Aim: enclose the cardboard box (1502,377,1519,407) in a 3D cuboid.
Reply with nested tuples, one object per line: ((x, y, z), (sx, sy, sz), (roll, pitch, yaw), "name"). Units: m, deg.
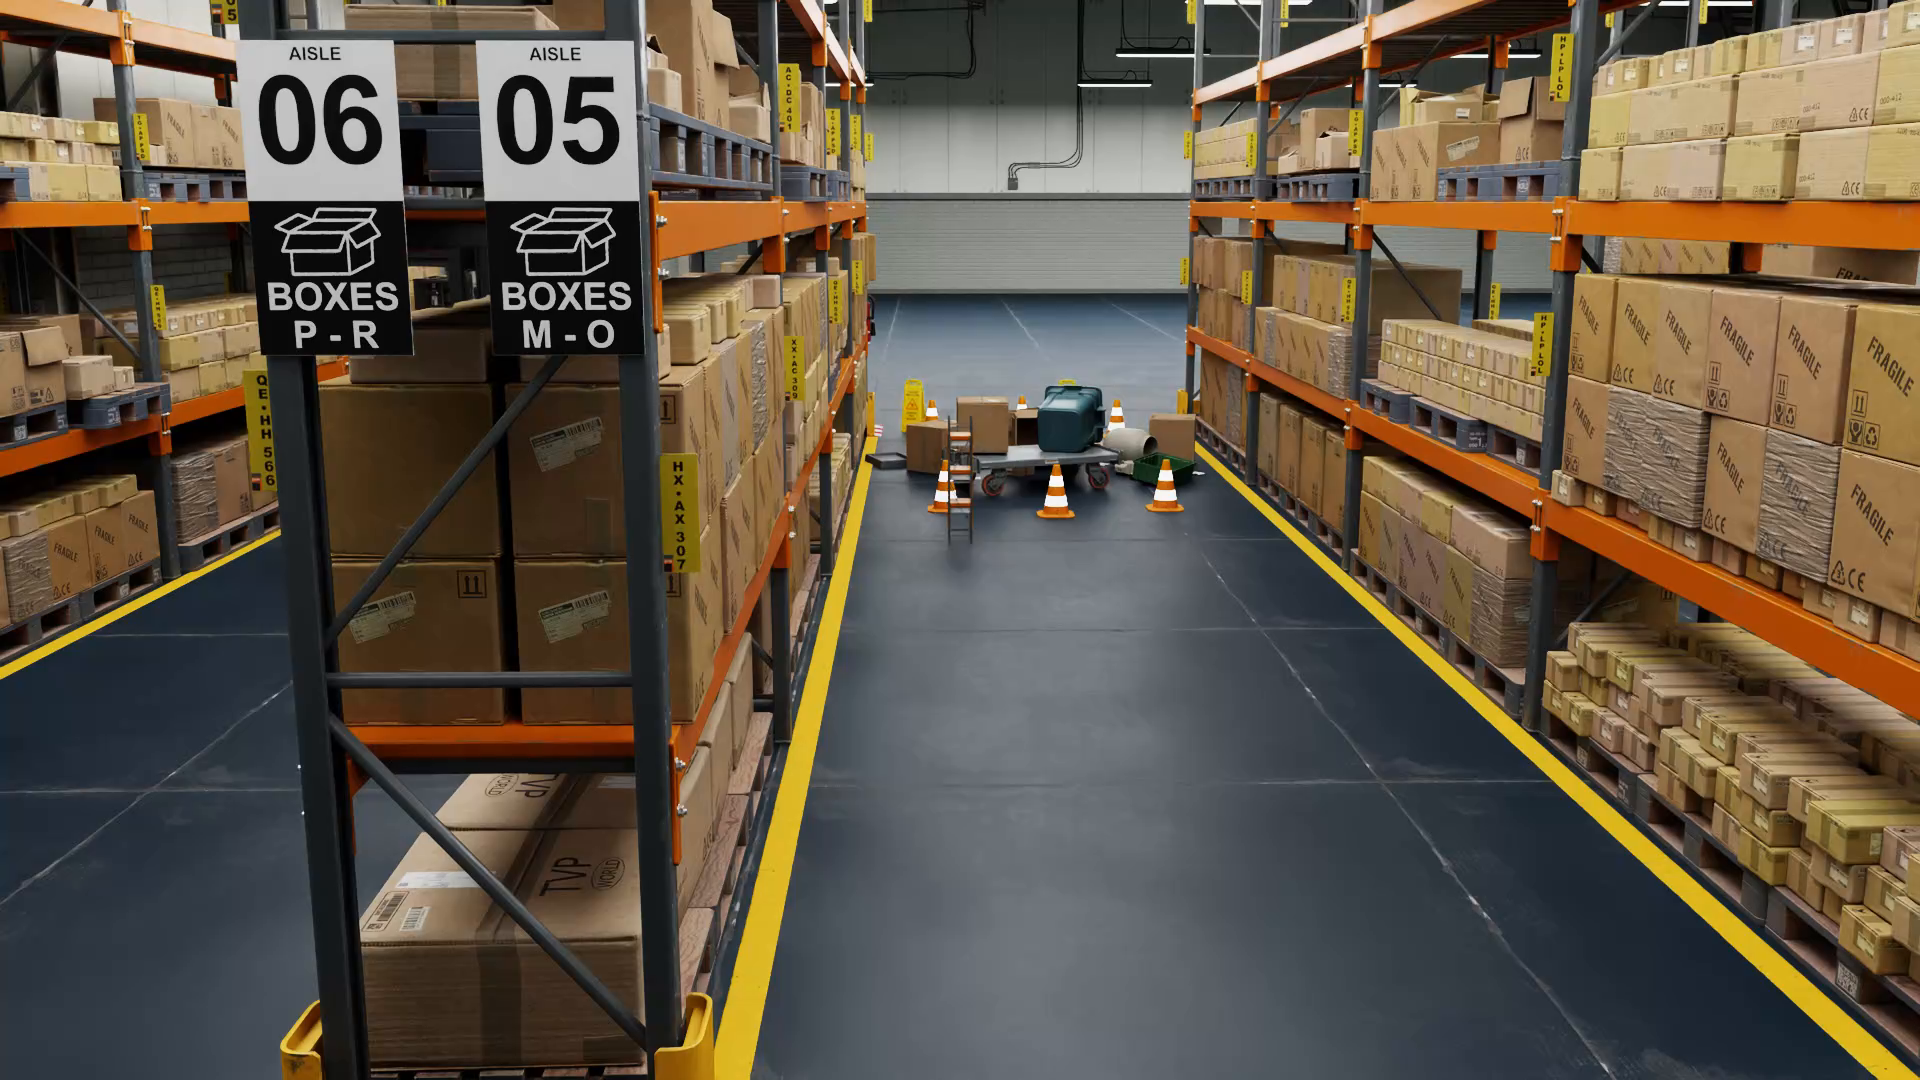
((3.340, -0.851, 9.538), (0.380, 0.149, 0.250), (0, 11, 1), "cardboard box")

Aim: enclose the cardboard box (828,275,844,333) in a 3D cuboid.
((-1.302, -2.101, 14.816), (0.500, 0.500, 0.500), (0, 11, 1), "cardboard box")

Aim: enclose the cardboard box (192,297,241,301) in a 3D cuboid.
((-6.744, -2.114, 15.051), (0.380, 0.149, 0.250), (0, 11, -2), "cardboard box")

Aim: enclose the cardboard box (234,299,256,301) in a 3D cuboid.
((-6.234, -2.067, 14.822), (0.380, 0.149, 0.250), (-1, 11, -3), "cardboard box")

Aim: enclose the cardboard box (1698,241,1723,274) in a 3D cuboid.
((8.054, -2.906, 17.324), (0.500, 0.500, 0.500), (0, 11, -1), "cardboard box")

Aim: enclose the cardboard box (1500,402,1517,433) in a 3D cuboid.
((3.339, -0.705, 9.564), (0.380, 0.149, 0.250), (0, 11, -1), "cardboard box")

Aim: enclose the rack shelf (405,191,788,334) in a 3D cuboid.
((-1.351, -1.122, 6.312), (1.077, 0.370, 4.000), (0, 11, -1), "rack shelf")

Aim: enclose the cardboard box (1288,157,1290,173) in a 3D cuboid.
((3.163, -3.428, 15.190), (0.250, 0.149, 0.380), (0, 11, -1), "cardboard box")

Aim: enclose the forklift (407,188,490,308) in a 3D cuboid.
((-3.896, -1.348, 13.330), (3.031, 2.935, 1.130), (4, 12, 18), "forklift")

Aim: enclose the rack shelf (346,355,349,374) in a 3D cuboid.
((-6.561, -2.017, 18.264), (1.077, 0.370, 4.000), (0, 11, -1), "rack shelf")

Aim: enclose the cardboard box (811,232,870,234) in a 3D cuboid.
((-1.411, -3.372, 19.621), (0.700, 0.500, 0.500), (-1, 11, -3), "cardboard box")

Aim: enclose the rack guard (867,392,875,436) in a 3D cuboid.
((-1.639, -1.548, 20.430), (1.175, 0.500, 0.348), (0, 11, -1), "rack guard")

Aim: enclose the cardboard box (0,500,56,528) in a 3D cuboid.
((-6.210, -0.169, 10.947), (0.380, 0.149, 0.250), (0, 11, -2), "cardboard box")

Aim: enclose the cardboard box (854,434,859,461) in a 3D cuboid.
((-1.300, -0.969, 17.152), (0.500, 0.250, 0.500), (-1, 11, -4), "cardboard box")

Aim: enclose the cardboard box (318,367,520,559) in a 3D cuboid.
((-1.558, -0.241, 4.937), (0.500, 0.500, 0.500), (0, 11, 1), "cardboard box")

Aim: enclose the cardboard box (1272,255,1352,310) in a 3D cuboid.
((3.405, -2.473, 15.940), (0.700, 0.500, 0.500), (0, 11, -2), "cardboard box")

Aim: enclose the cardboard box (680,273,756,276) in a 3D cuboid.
((-1.709, -1.637, 11.820), (0.500, 0.500, 0.500), (-1, 11, -3), "cardboard box")

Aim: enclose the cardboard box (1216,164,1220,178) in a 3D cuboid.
((3.025, -4.059, 18.302), (0.380, 0.149, 0.250), (0, 11, -1), "cardboard box")

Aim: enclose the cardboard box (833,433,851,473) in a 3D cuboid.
((-1.544, -0.806, 16.042), (0.950, 0.372, 0.625), (0, 11, 0), "cardboard box")

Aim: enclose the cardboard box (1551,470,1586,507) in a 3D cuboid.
((3.233, -0.262, 8.438), (0.380, 0.149, 0.250), (0, 11, 1), "cardboard box")

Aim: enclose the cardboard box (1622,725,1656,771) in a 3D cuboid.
((3.359, 0.975, 7.825), (0.380, 0.149, 0.250), (0, 11, -2), "cardboard box")

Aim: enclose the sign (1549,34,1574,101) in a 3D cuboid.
((3.000, -2.356, 8.294), (0.100, 0.325, 0.005), (0, 11, -1), "sign")

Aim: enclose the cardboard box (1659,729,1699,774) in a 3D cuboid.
((3.305, 0.933, 7.281), (0.380, 0.149, 0.250), (0, 11, -2), "cardboard box")

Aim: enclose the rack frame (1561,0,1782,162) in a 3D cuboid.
((3.555, -3.383, 8.101), (1.000, 3.000, 0.127), (0, 11, -1), "rack frame")

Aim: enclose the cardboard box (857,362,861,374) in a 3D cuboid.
((-1.263, -1.835, 17.904), (0.380, 0.149, 0.250), (0, 11, 2), "cardboard box")

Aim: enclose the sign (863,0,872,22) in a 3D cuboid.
((-1.085, -6.261, 19.542), (0.100, 0.325, 0.005), (0, 11, -1), "sign")

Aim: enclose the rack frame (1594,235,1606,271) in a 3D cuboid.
((8.268, -2.828, 20.457), (1.000, 3.000, 0.127), (0, 11, -1), "rack frame")

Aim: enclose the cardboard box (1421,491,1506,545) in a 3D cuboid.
((3.264, -0.145, 10.576), (0.500, 0.250, 0.500), (-1, 11, -4), "cardboard box")

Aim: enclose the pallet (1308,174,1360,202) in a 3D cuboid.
((3.406, -2.743, 12.967), (1.213, 0.211, 1.003), (0, 11, 1), "pallet")

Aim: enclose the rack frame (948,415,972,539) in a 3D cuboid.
((-0.001, -0.528, 14.022), (0.200, 1.050, 0.008), (0, 11, -1), "rack frame")

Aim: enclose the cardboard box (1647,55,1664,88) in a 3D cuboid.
((3.353, -2.117, 7.523), (0.380, 0.149, 0.250), (0, 11, -2), "cardboard box")

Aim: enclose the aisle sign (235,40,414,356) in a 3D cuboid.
((-1.618, -0.866, 4.244), (0.394, 0.787, 0.004), (0, 11, -1), "aisle sign")

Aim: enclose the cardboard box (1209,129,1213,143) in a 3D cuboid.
((3.015, -4.551, 18.721), (0.380, 0.149, 0.250), (0, 11, -2), "cardboard box")

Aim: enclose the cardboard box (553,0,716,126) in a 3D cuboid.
((-1.201, -1.782, 6.197), (0.500, 0.500, 0.500), (0, 11, 0), "cardboard box")

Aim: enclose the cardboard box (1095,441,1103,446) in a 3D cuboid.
((1.512, -1.027, 18.455), (0.396, 0.266, 0.258), (2, 12, 9), "cardboard box")

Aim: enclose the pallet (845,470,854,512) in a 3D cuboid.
((-1.540, -0.471, 15.851), (1.003, 0.211, 1.213), (0, 11, -1), "pallet")

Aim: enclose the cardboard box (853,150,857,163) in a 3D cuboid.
((-1.247, -3.951, 17.070), (0.380, 0.149, 0.250), (0, 11, -2), "cardboard box")

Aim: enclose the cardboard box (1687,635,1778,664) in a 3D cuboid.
((3.867, 0.577, 8.287), (0.380, 0.149, 0.250), (0, 11, 0), "cardboard box")

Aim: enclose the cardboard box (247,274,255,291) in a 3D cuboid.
((-6.829, -2.546, 16.435), (0.380, 0.149, 0.250), (0, 11, -1), "cardboard box")

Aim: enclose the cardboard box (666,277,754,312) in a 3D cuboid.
((-1.171, -1.147, 7.768), (0.380, 0.149, 0.250), (0, 11, 0), "cardboard box")

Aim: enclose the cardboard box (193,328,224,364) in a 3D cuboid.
((-6.212, -1.537, 13.209), (0.500, 0.250, 0.500), (0, 11, 1), "cardboard box")

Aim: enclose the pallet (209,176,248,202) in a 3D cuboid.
((-6.567, -2.911, 13.793), (1.003, 0.211, 1.213), (0, 11, 1), "pallet")

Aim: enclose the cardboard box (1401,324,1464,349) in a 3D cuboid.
((3.297, -1.417, 11.580), (0.380, 0.149, 0.250), (0, 11, -1), "cardboard box")

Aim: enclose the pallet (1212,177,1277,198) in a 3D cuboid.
((3.361, -3.864, 18.241), (1.003, 0.211, 1.213), (0, 11, -1), "pallet")

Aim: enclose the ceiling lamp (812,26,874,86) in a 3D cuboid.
((-3.281, -13.640, 43.979), (2.000, 3.185, 0.800), (0, 11, -1), "ceiling lamp")

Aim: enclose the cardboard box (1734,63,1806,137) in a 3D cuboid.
((3.355, -1.684, 6.389), (0.500, 0.250, 0.500), (-1, 11, -4), "cardboard box")

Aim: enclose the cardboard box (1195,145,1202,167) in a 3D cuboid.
((3.060, -4.528, 19.613), (0.500, 0.250, 0.500), (0, 11, -1), "cardboard box")

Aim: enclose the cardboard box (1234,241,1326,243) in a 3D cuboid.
((3.415, -2.926, 17.844), (0.875, 0.550, 0.550), (0, 11, -1), "cardboard box")

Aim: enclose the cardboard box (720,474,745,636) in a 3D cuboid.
((-1.063, 0.046, 6.039), (0.500, 0.500, 0.500), (0, 11, -1), "cardboard box")

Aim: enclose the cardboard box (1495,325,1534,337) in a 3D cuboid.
((3.949, -1.415, 11.567), (0.380, 0.149, 0.250), (0, 11, 1), "cardboard box")

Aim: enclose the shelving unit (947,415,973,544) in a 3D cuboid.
((0.001, -0.504, 13.902), (0.215, 1.050, 0.252), (0, 11, -1), "shelving unit")

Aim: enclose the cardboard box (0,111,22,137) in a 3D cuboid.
((-6.108, -2.589, 10.359), (0.380, 0.149, 0.250), (0, 11, -1), "cardboard box")

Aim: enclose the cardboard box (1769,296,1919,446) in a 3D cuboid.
((3.349, -0.626, 6.088), (0.500, 0.500, 0.500), (0, 11, 2), "cardboard box")

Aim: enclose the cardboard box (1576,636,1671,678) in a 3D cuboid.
((3.301, 0.581, 8.267), (0.380, 0.149, 0.250), (0, 11, 2), "cardboard box")

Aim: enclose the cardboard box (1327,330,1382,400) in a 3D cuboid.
((3.194, -1.375, 13.043), (0.500, 0.500, 0.500), (0, 11, -1), "cardboard box")

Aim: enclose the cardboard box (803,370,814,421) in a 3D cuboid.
((-1.142, -0.866, 9.905), (0.500, 0.250, 0.500), (0, 11, 0), "cardboard box")

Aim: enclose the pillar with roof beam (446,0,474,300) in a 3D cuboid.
((-3.309, -6.775, 24.821), (9.100, 9.000, 0.400), (0, 11, -1), "pillar with roof beam")
